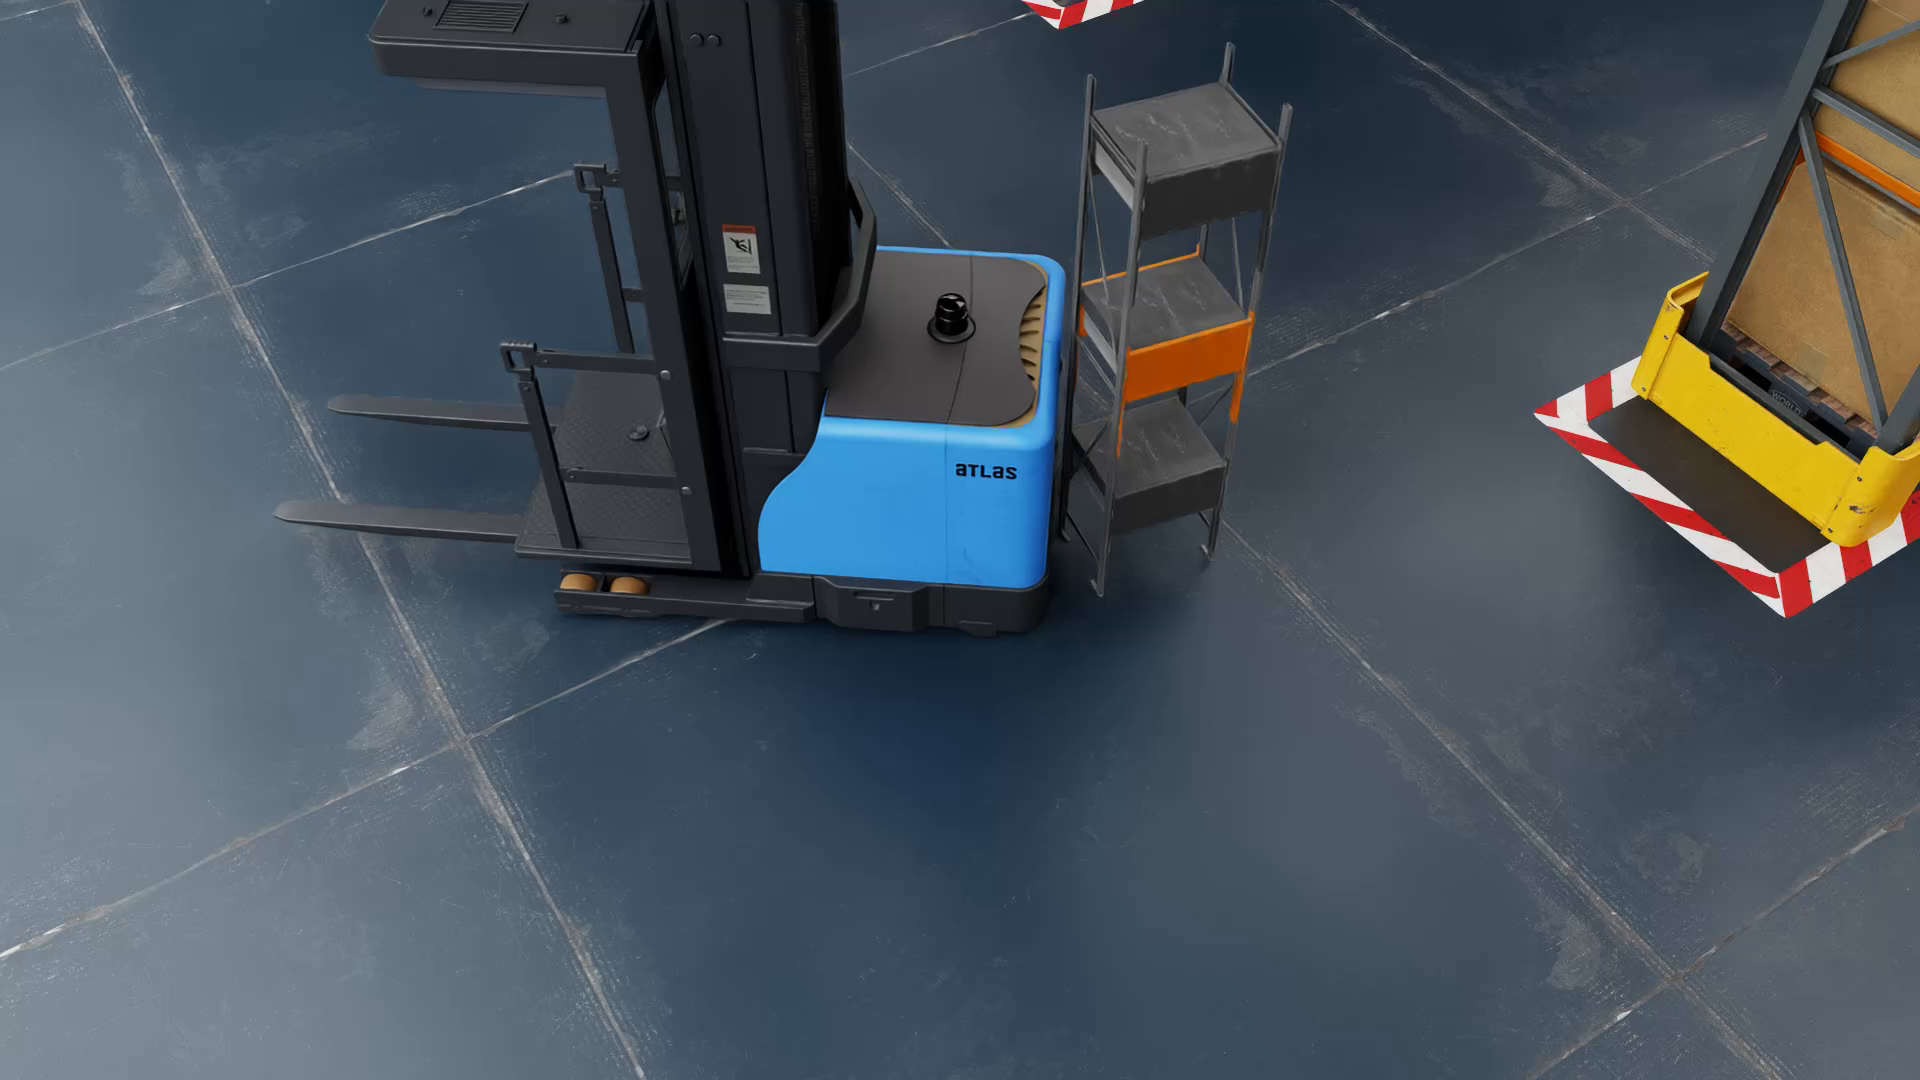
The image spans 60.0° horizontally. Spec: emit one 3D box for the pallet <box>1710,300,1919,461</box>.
[{"bbox_3d":[4.034,-0.837,7.299,1.213,0.211,1.003,-25,53,-21],"label":"pallet"}]

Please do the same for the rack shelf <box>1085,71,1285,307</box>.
[{"bbox_3d":[0.704,-1.137,5.383,0.480,0.518,0.431,-17,50,-14],"label":"rack shelf"}]

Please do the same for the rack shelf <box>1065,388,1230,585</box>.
[{"bbox_3d":[0.703,-0.206,6.428,0.480,0.518,0.431,-17,50,-14],"label":"rack shelf"}]

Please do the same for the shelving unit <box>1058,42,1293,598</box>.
[{"bbox_3d":[0.704,-0.680,5.895,0.503,2.100,0.431,-17,50,-14],"label":"shelving unit"}]

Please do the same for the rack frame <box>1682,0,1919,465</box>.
[{"bbox_3d":[3.399,-1.396,5.930,0.127,3.000,1.000,-25,53,-21],"label":"rack frame"}]

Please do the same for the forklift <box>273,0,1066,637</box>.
[{"bbox_3d":[-1.141,-1.065,5.681,3.031,2.935,1.130,4,48,3],"label":"forklift"}]

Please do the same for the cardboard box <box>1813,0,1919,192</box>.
[{"bbox_3d":[3.689,-1.623,6.031,0.550,0.550,0.875,-25,53,-21],"label":"cardboard box"}]

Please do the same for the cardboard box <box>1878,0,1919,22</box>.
[{"bbox_3d":[3.734,-1.929,5.581,0.550,0.550,0.875,-25,53,-21],"label":"cardboard box"}]

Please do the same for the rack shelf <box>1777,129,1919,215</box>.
[{"bbox_3d":[5.091,-1.954,6.909,4.000,0.370,1.077,-25,53,-21],"label":"rack shelf"}]

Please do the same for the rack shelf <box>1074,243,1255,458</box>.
[{"bbox_3d":[0.704,-0.671,5.905,0.480,0.518,0.431,-17,50,-14],"label":"rack shelf"}]

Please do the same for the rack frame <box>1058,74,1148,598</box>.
[{"bbox_3d":[0.477,-0.612,5.834,0.015,2.100,0.400,-17,50,-14],"label":"rack frame"}]

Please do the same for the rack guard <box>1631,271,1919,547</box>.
[{"bbox_3d":[3.379,-0.555,6.855,0.348,0.500,1.175,-25,53,-21],"label":"rack guard"}]

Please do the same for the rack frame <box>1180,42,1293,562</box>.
[{"bbox_3d":[0.930,-0.749,5.956,0.015,2.100,0.400,-17,50,-14],"label":"rack frame"}]

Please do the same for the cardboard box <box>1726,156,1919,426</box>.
[{"bbox_3d":[3.937,-1.141,6.845,0.875,0.875,0.875,-25,53,-21],"label":"cardboard box"}]
